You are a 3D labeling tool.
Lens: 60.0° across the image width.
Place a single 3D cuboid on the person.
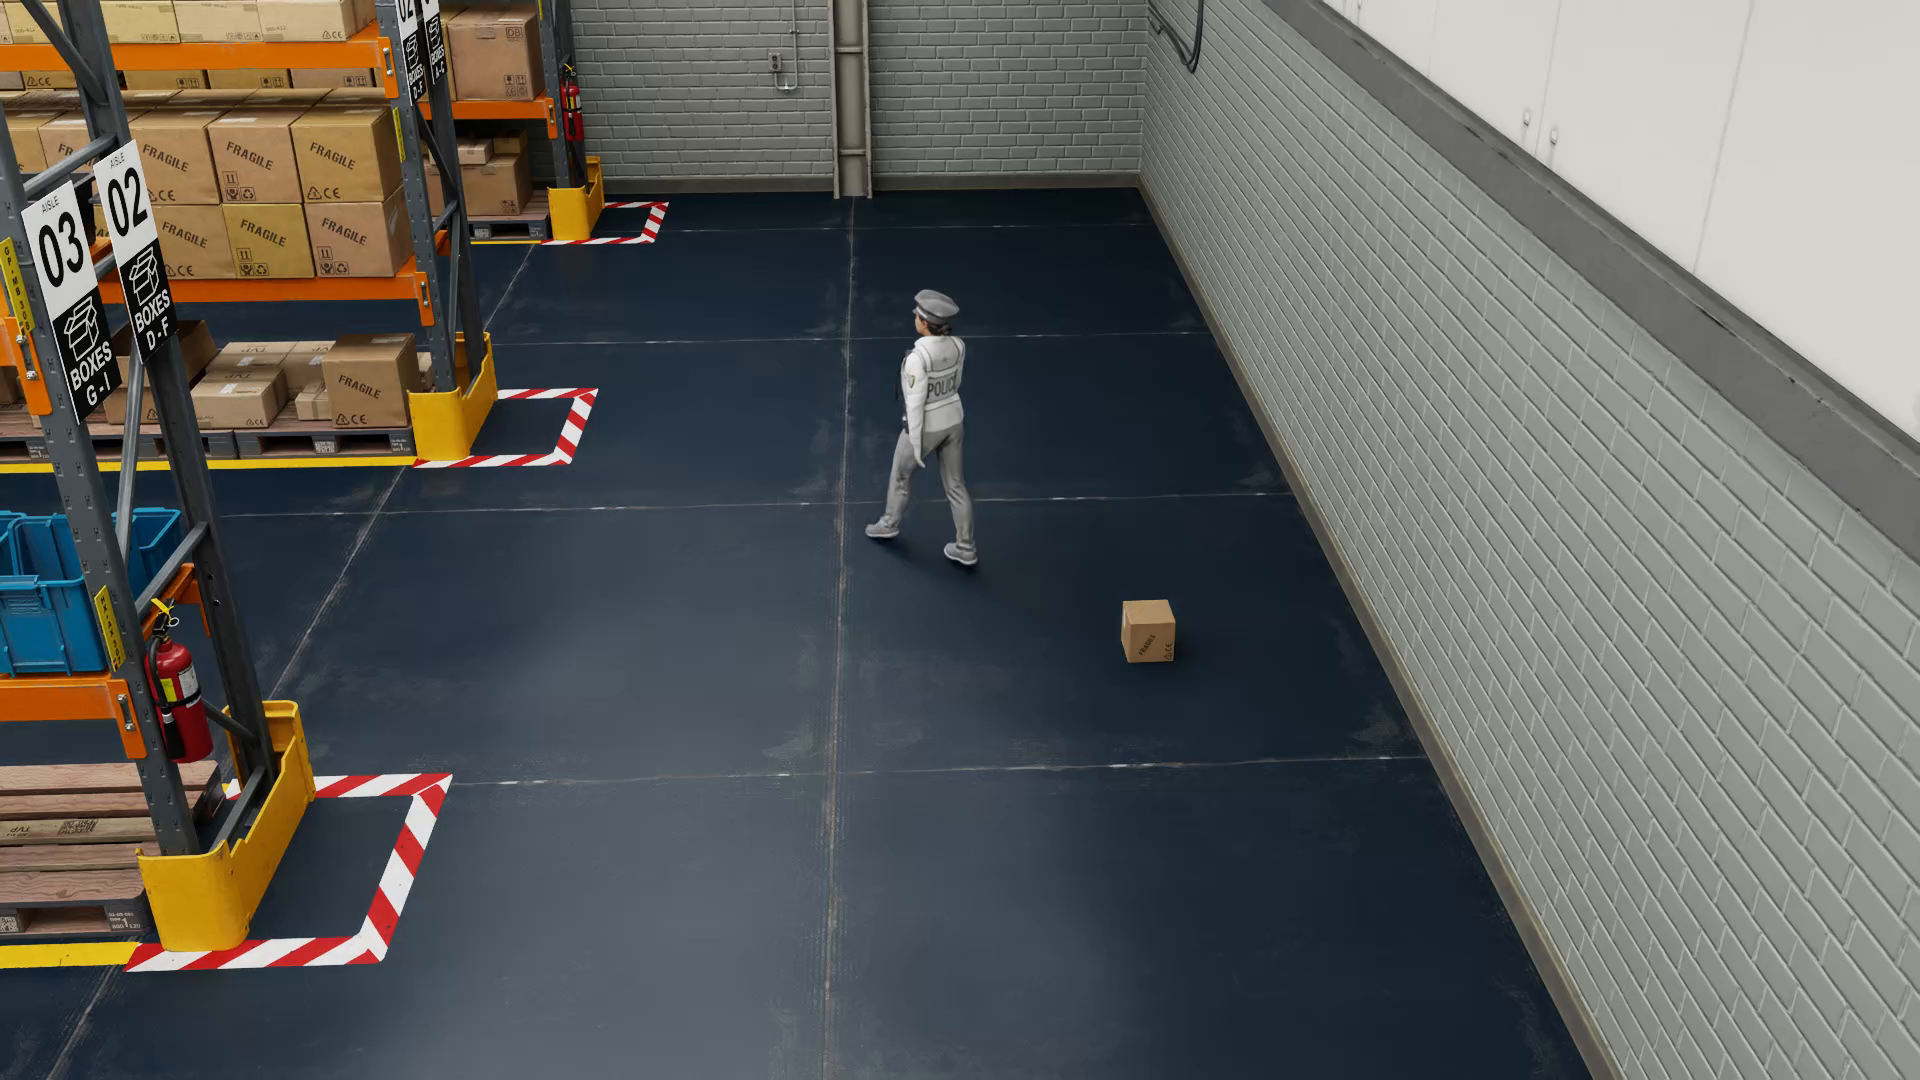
[{"bbox_3d":[-0.209,-0.689,9.894,0.501,1.679,0.862,-22,35,-35],"label":"person"}]
